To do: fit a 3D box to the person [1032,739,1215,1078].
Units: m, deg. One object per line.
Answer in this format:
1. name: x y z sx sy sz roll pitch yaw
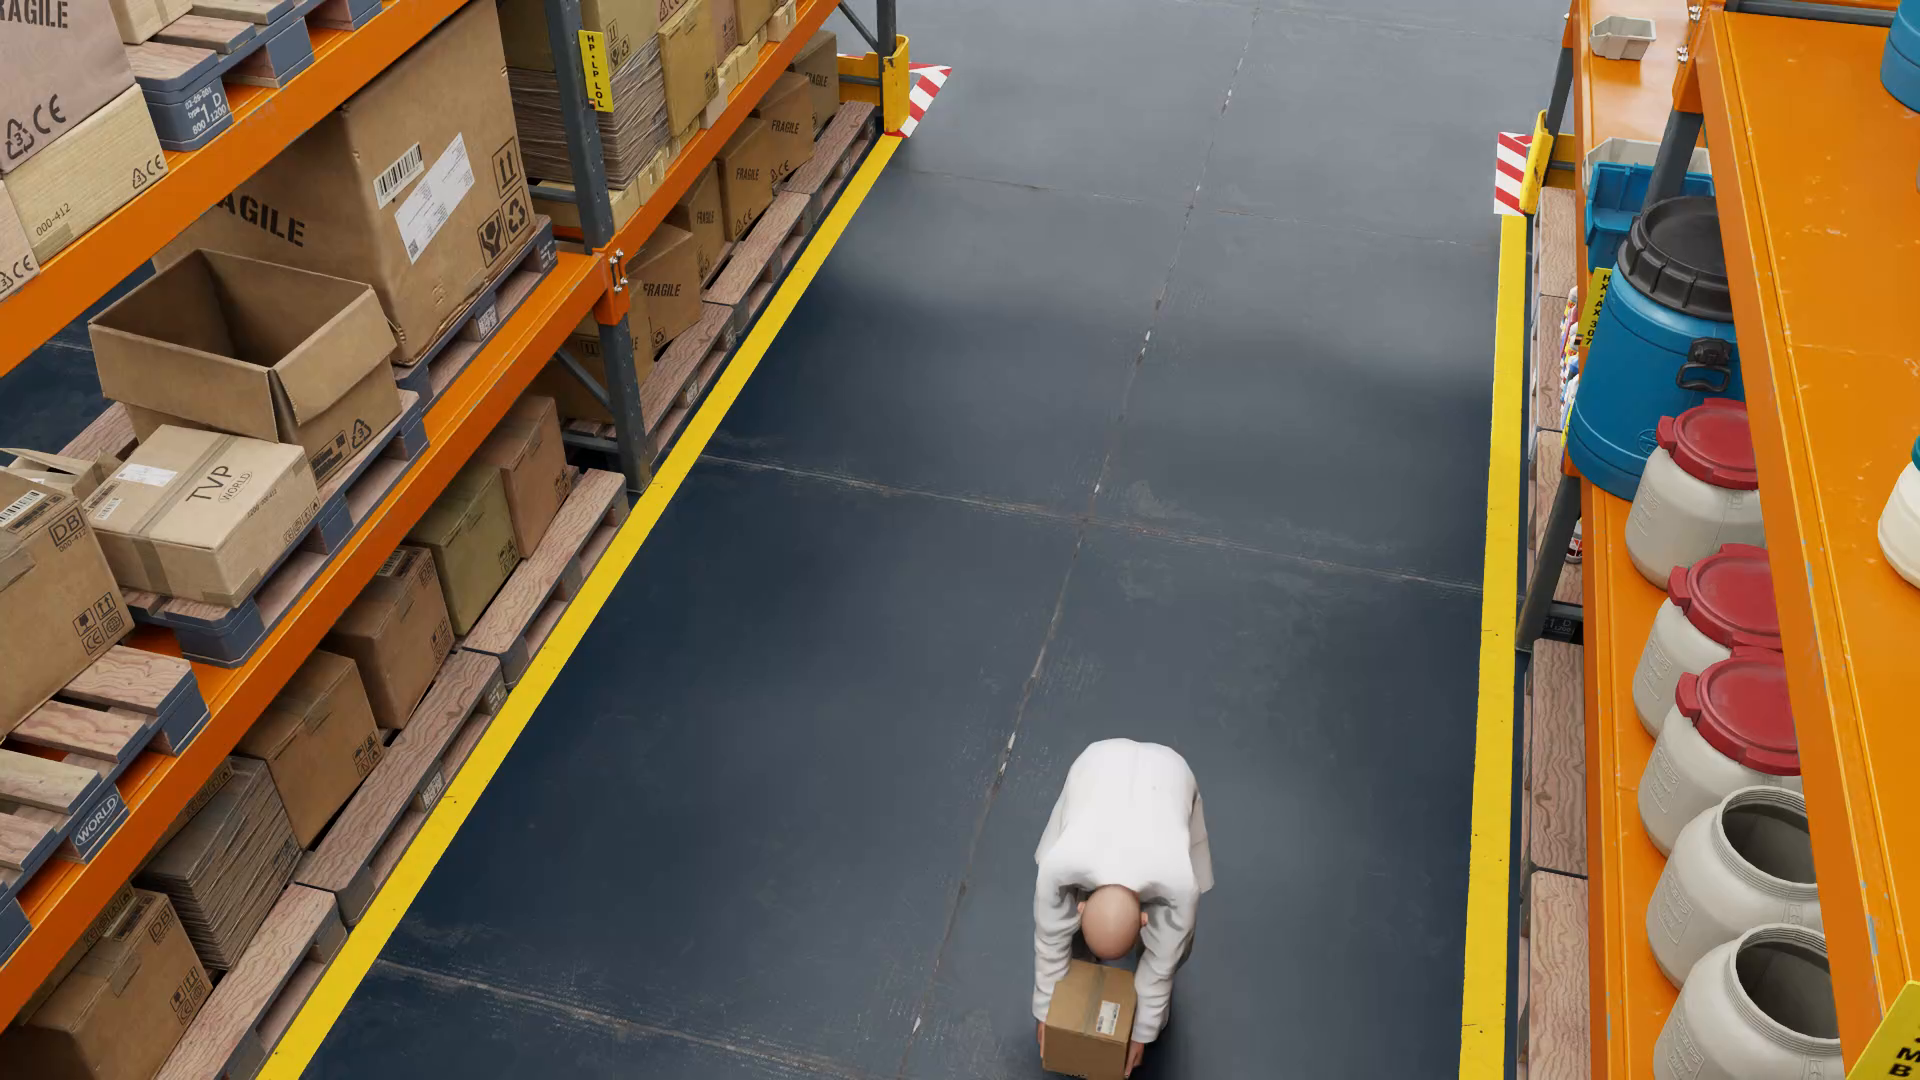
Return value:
1. person: 0.489 1.201 5.236 0.583 1.162 0.934 8 41 9
